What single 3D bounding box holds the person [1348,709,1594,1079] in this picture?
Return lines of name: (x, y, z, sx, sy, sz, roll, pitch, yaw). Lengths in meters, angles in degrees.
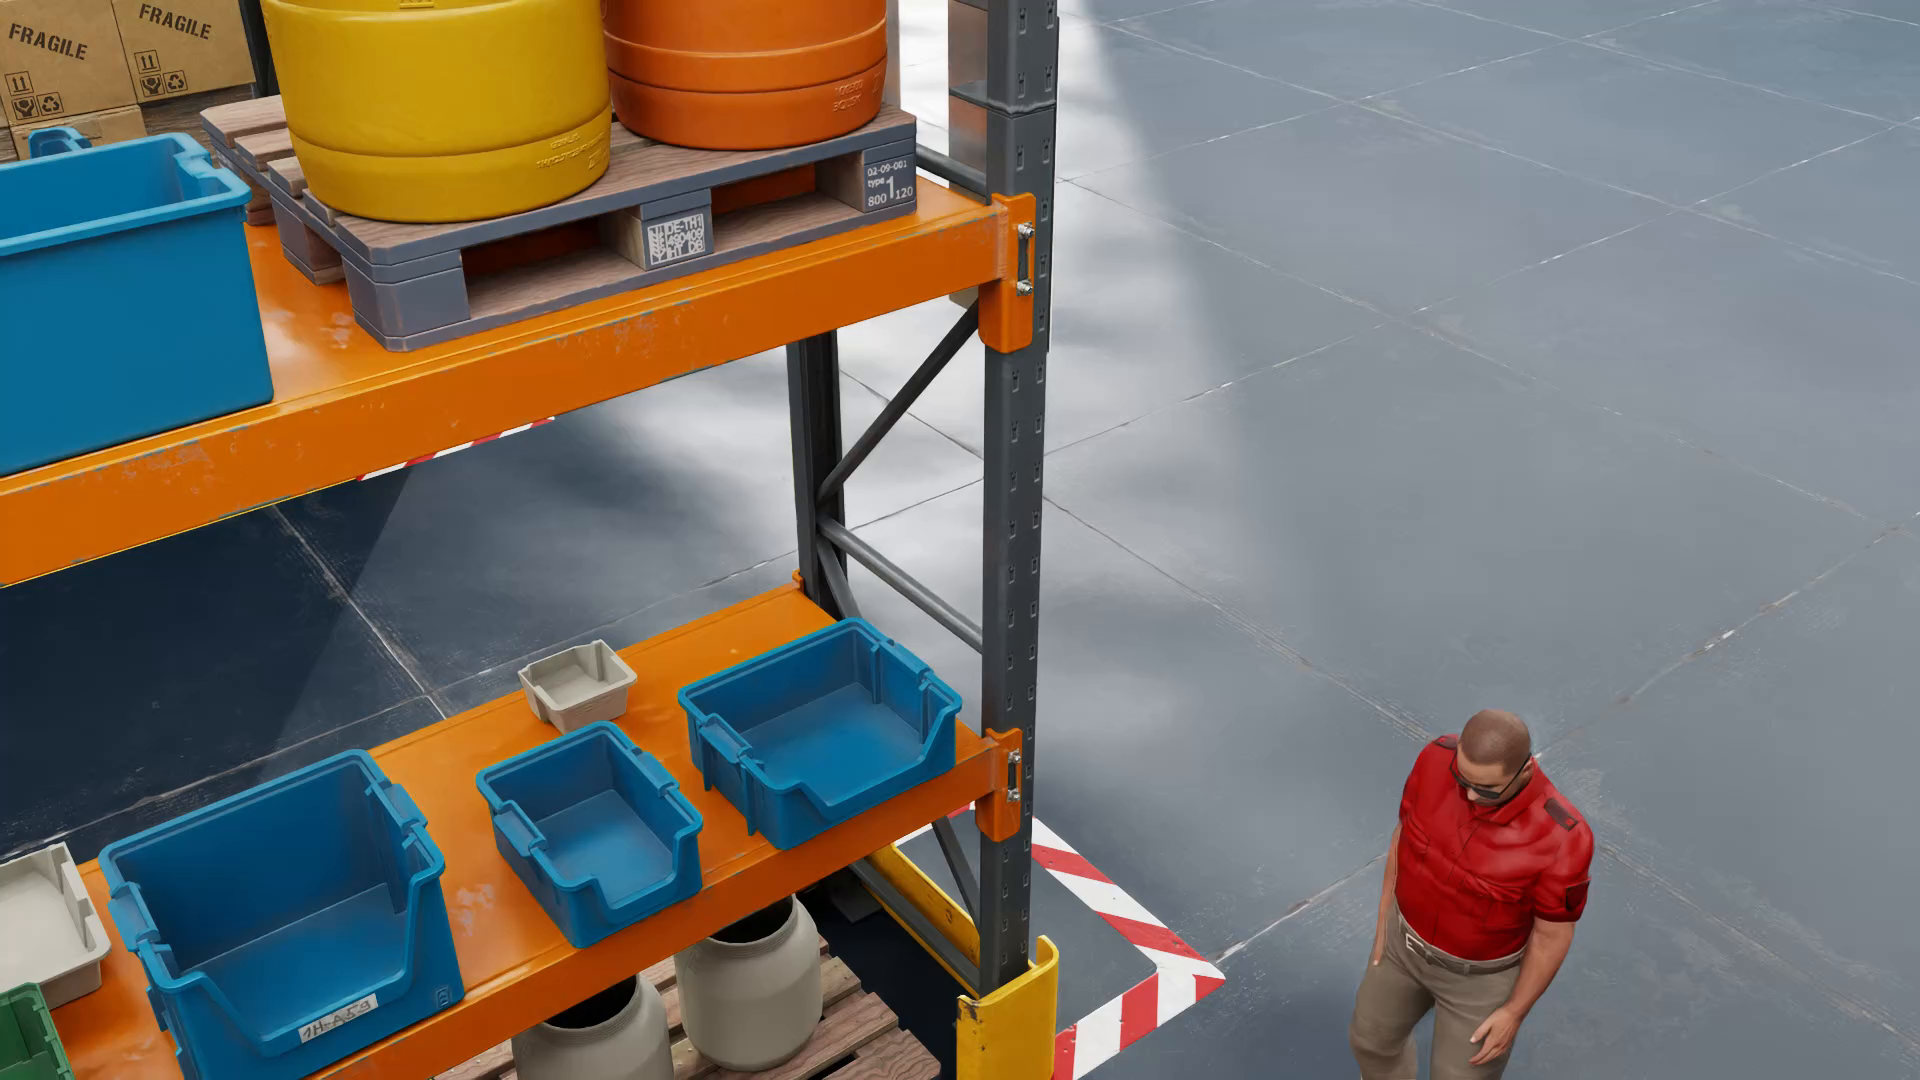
person: (1.320, 1.117, 4.396, 0.377, 1.704, 0.544, -21, 38, -30)
